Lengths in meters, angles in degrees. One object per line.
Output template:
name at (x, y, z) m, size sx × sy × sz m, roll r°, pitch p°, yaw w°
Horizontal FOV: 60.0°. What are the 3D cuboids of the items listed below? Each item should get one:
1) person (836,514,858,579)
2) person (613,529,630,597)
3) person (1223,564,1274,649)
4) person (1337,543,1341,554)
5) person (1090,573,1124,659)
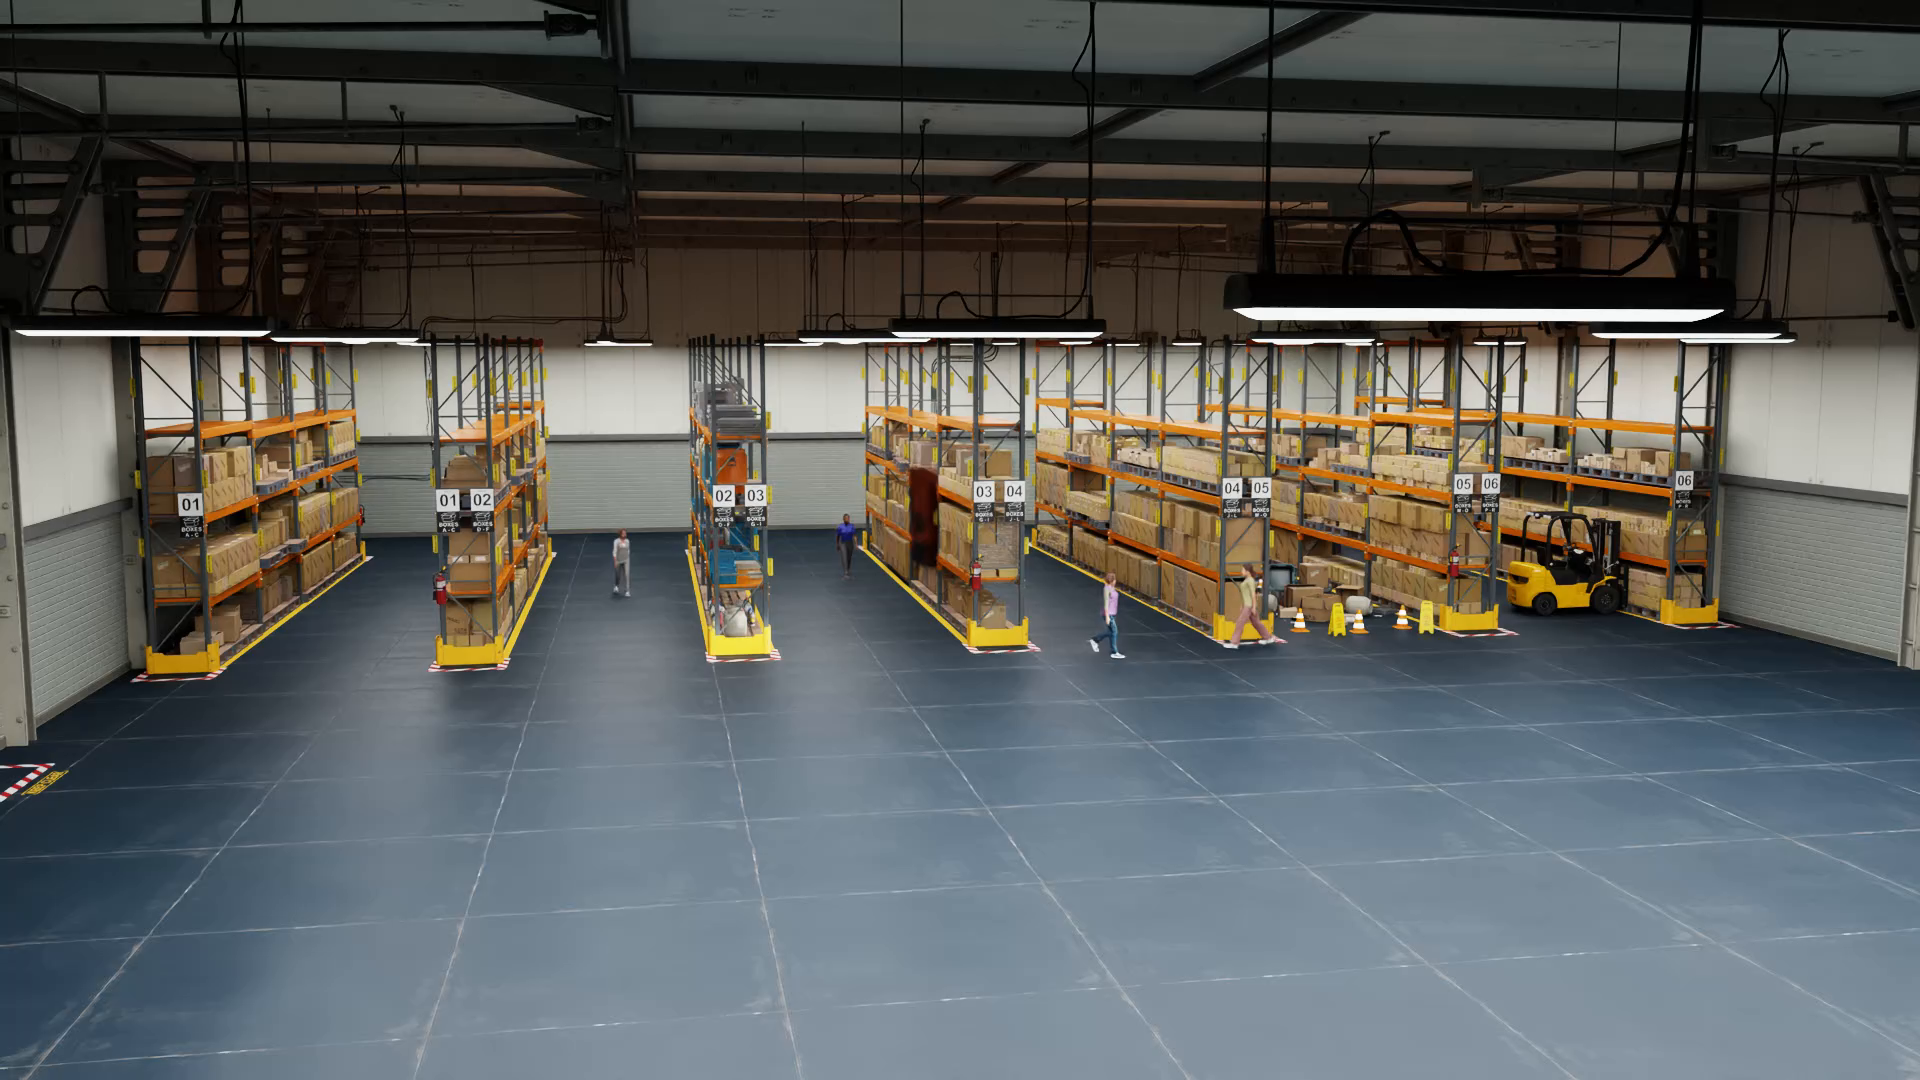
person at (-2.834, 0.136, 41.704) m, size 0.496 × 1.595 × 1.012 m, roll -2°, pitch 7°, yaw -14°
person at (-7.881, 0.503, 38.693) m, size 0.398 × 1.553 × 0.874 m, roll -2°, pitch 7°, yaw -19°
person at (5.548, 1.257, 31.922) m, size 1.046 × 1.619 × 0.469 m, roll 0°, pitch 7°, yaw -3°
person at (10.520, -0.420, 46.519) m, size 0.536 × 1.648 × 0.453 m, roll -6°, pitch 9°, yaw -45°
person at (2.756, 1.388, 30.937) m, size 0.704 × 1.581 × 0.471 m, roll 2°, pitch 7°, yaw 20°
